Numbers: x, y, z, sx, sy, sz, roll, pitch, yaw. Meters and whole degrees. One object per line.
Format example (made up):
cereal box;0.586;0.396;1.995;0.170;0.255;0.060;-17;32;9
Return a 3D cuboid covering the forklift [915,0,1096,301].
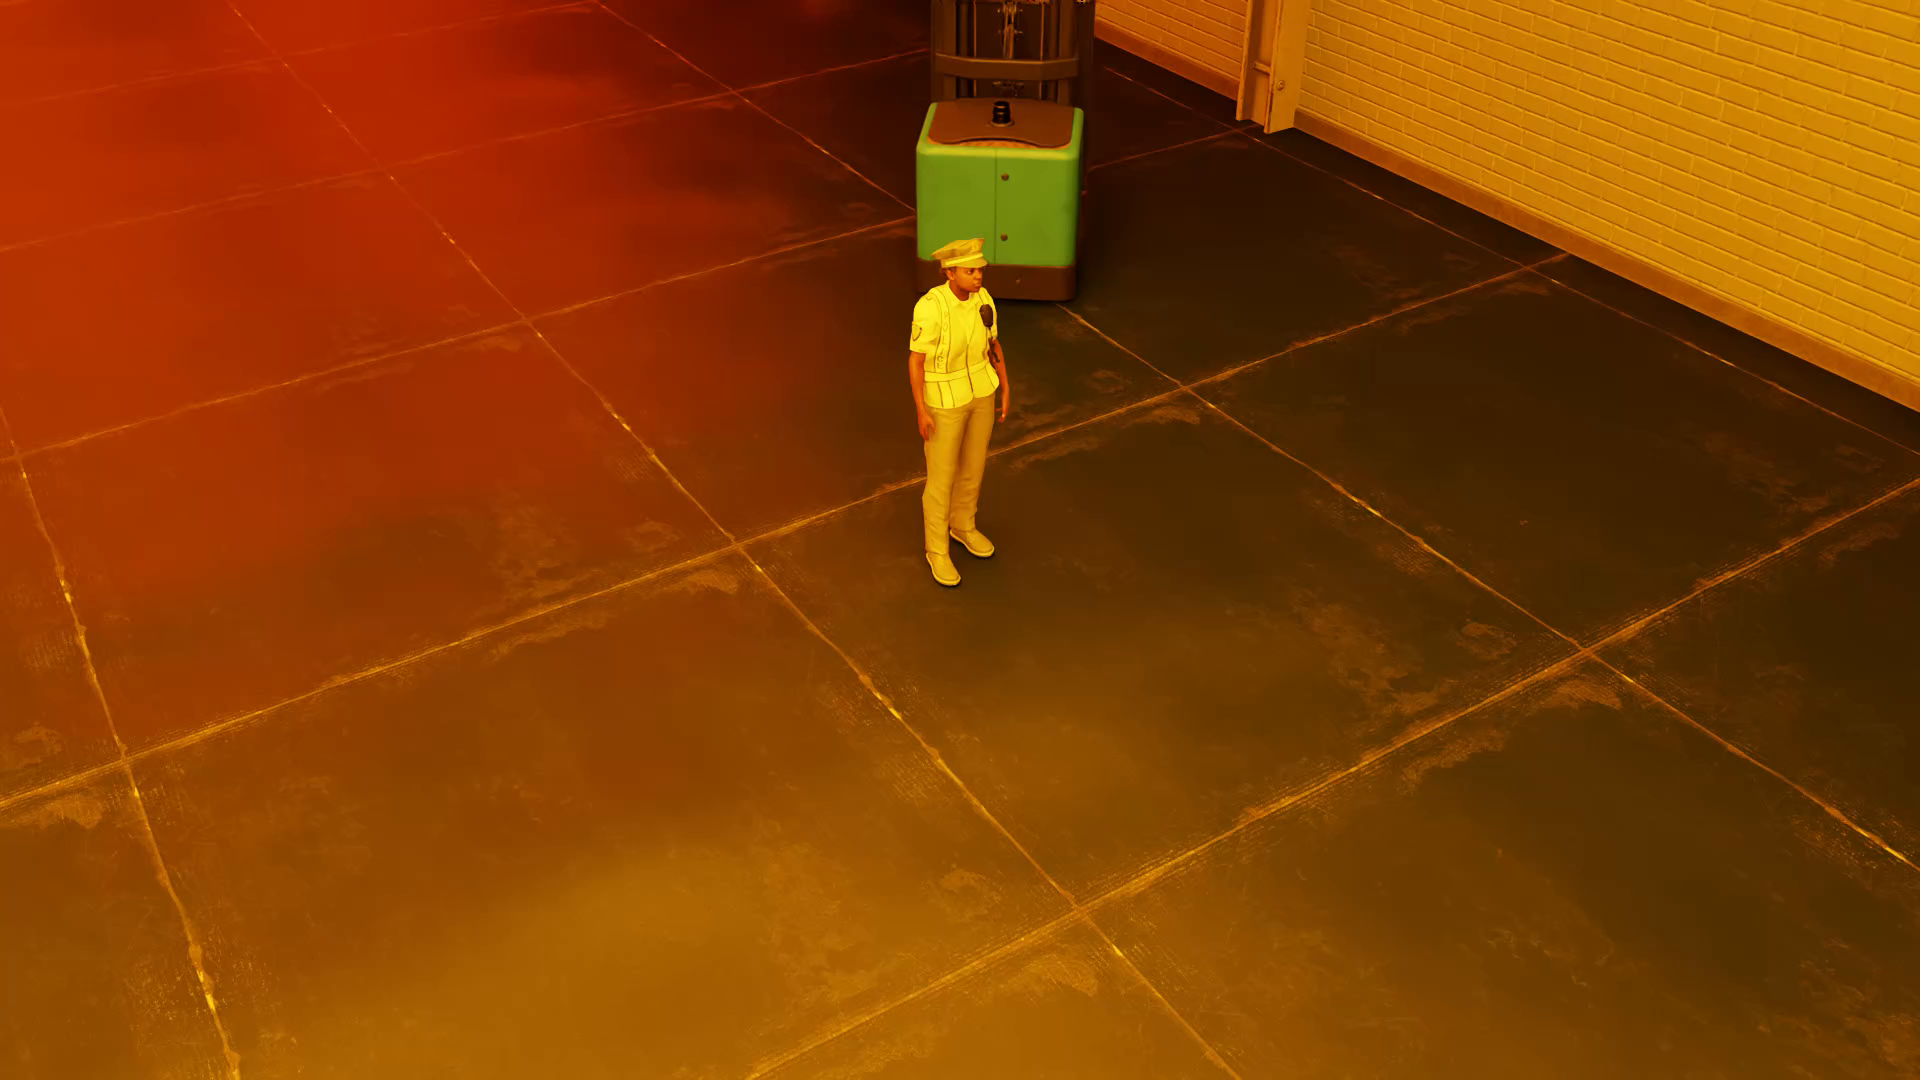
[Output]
forklift;0.375;-3.578;11.240;1.130;2.935;3.031;3;35;5

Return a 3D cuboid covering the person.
person;0.024;-0.657;8.146;0.570;1.695;0.530;-21;40;-27
